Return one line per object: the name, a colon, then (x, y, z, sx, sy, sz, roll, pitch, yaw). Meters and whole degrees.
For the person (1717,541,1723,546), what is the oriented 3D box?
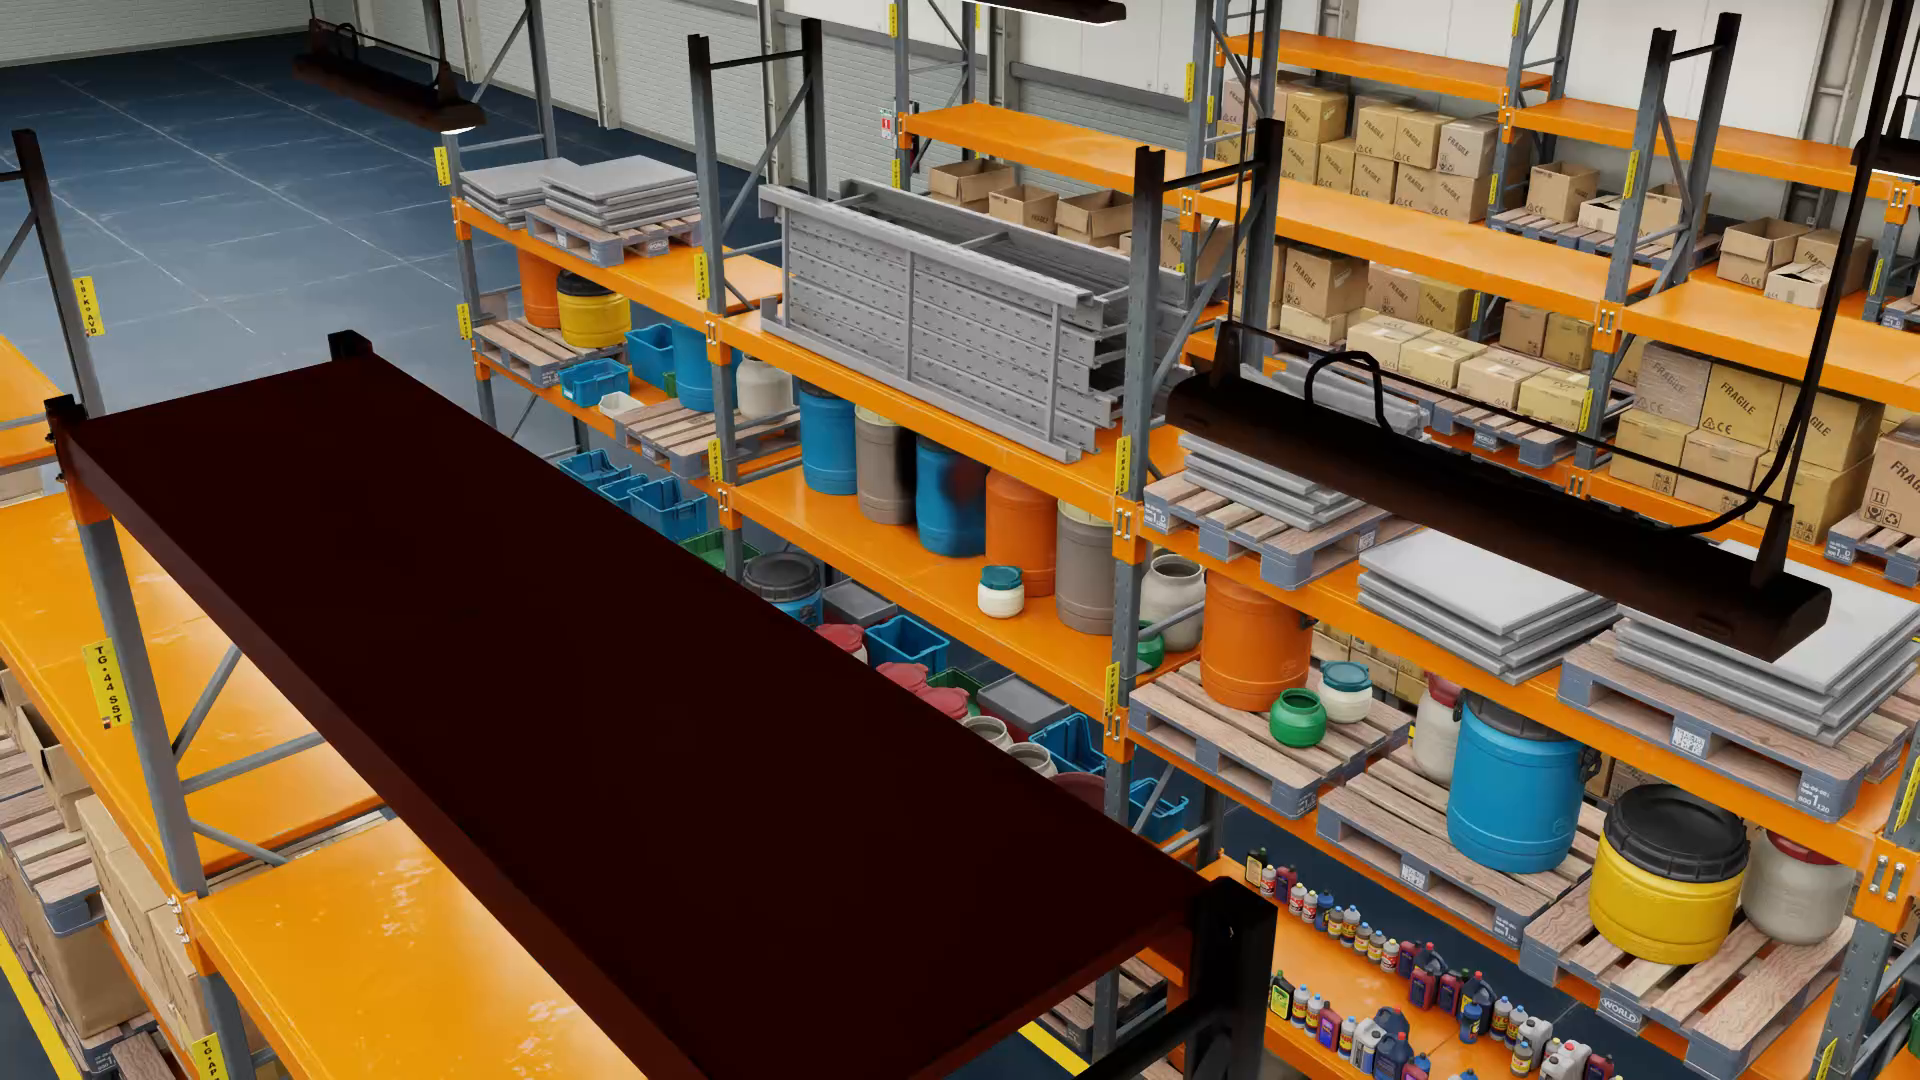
person: (6.696, 0.668, 14.566, 0.546, 1.589, 0.648, -20, 33, -34)
